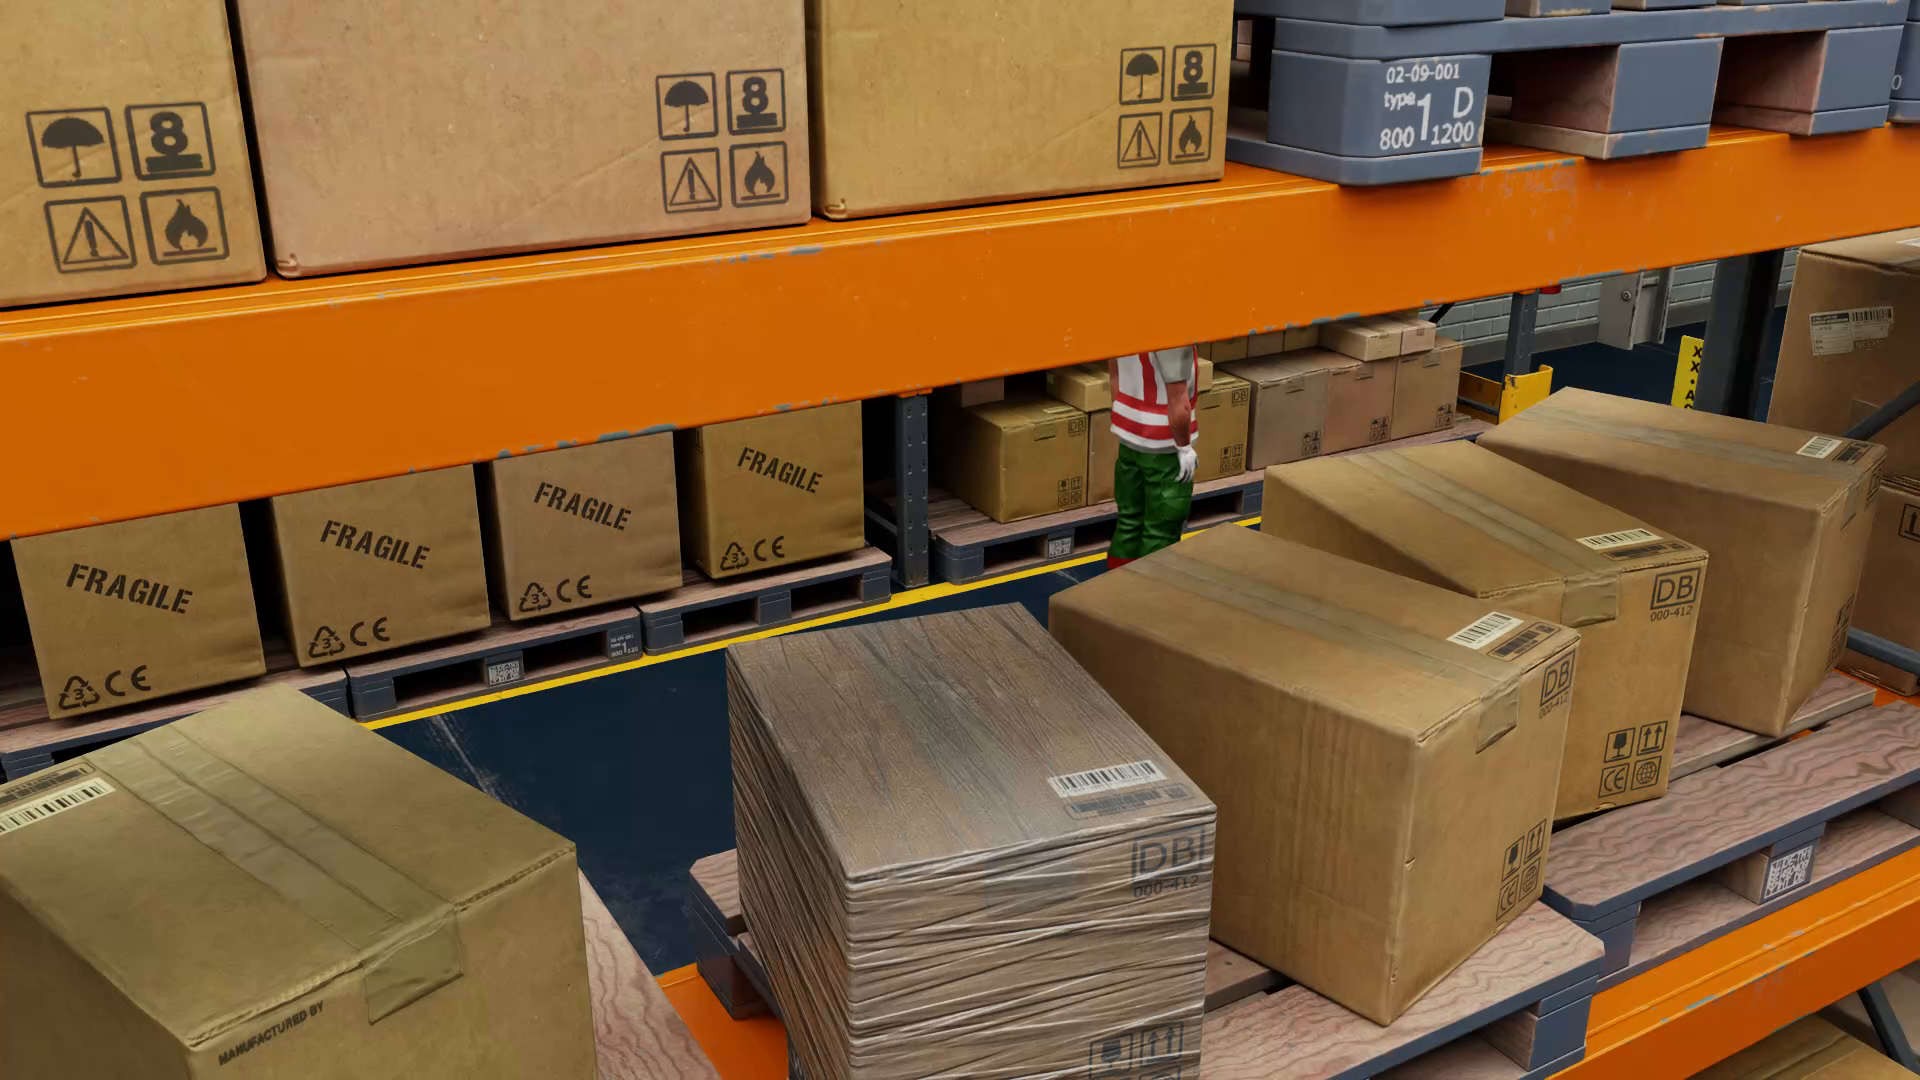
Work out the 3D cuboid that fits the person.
[{"bbox_3d":[0.827,-0.424,7.120,0.351,1.798,0.528,-12,24,-27],"label":"person"}]
